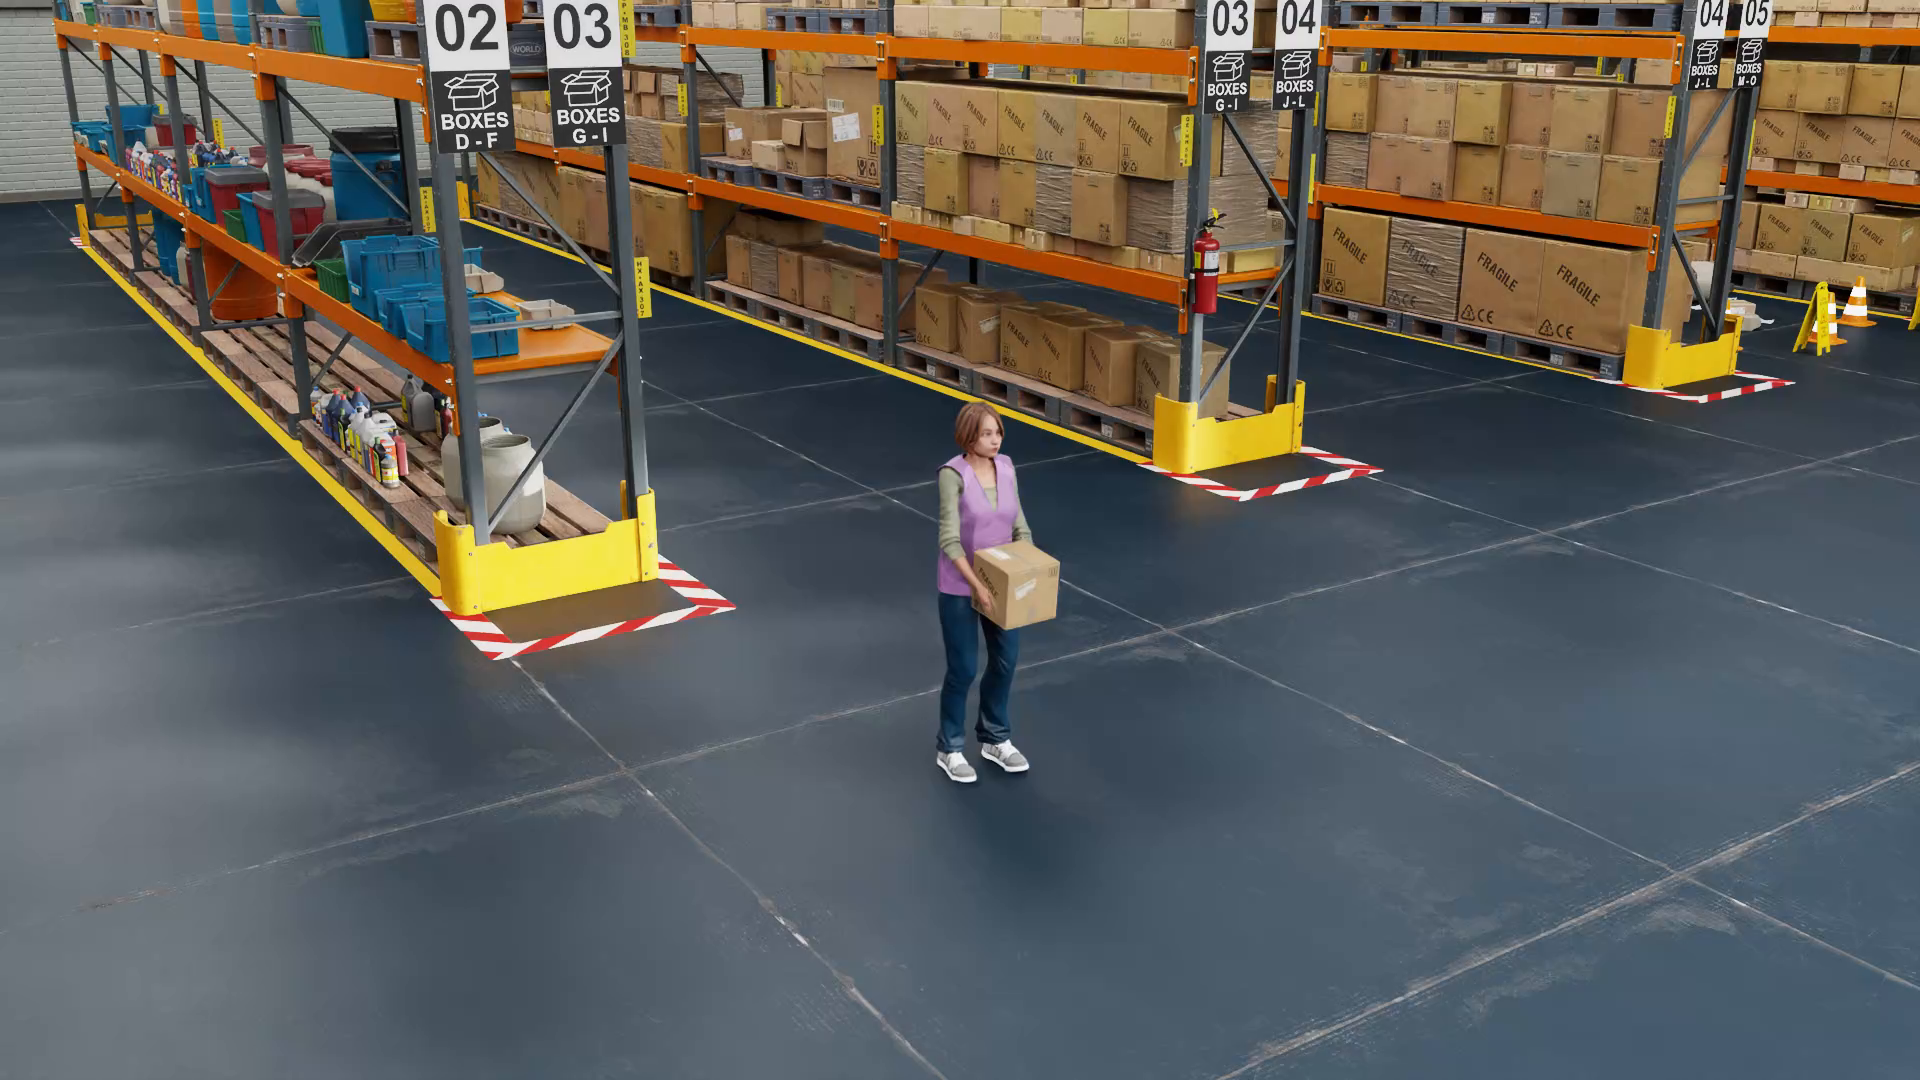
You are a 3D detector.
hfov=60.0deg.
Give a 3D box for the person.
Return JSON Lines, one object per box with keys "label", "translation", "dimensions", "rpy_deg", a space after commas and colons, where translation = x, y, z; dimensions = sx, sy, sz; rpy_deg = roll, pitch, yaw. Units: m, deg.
{"label": "person", "translation": [0.119, 0.222, 6.889], "dimensions": [0.440, 1.602, 0.461], "rpy_deg": [-12, 22, -32]}
